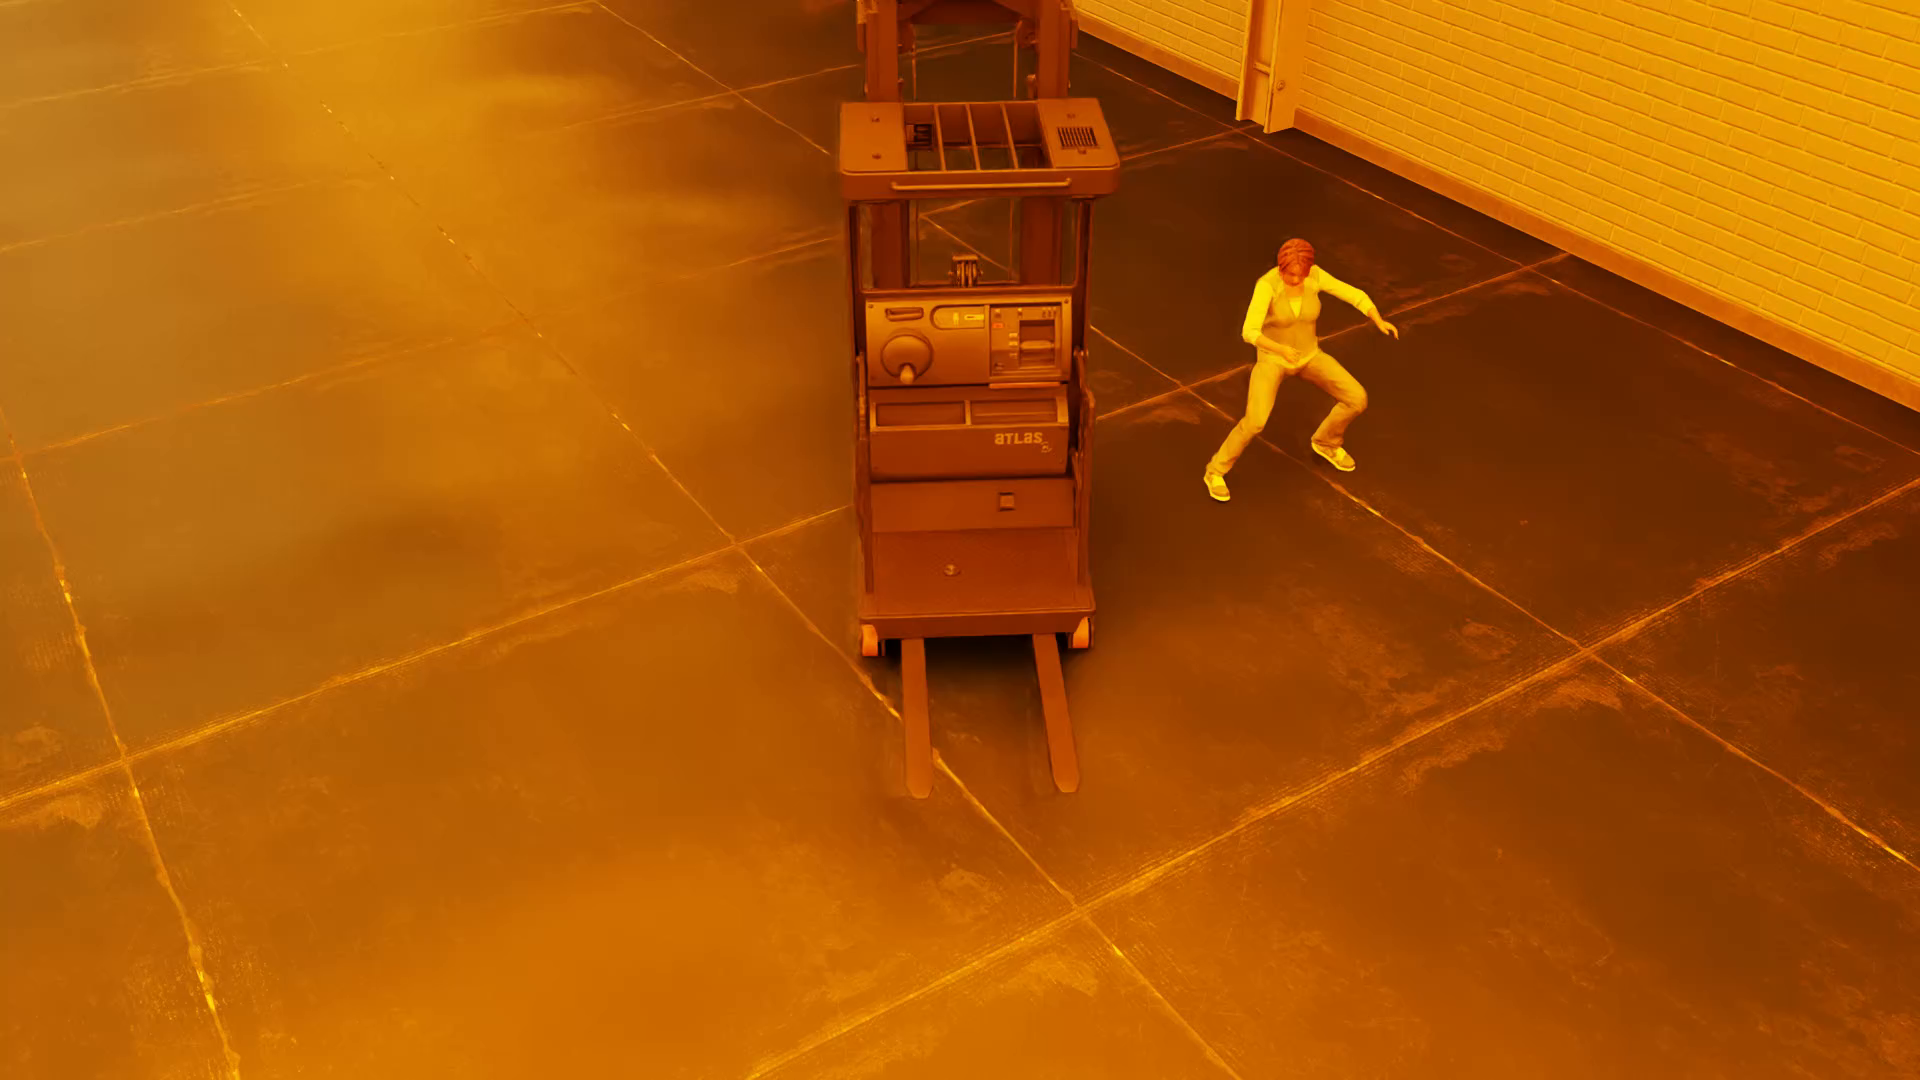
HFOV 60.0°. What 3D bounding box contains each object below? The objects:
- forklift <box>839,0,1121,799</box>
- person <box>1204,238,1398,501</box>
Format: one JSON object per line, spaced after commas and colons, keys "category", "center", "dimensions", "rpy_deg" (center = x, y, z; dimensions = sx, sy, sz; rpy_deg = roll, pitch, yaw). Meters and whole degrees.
{"category": "forklift", "center": [0.056, -0.840, 7.342], "dimensions": [1.130, 2.935, 3.031], "rpy_deg": [-2, 35, -3]}
{"category": "person", "center": [1.783, -0.906, 8.793], "dimensions": [0.894, 1.369, 0.668], "rpy_deg": [-5, 35, -7]}
